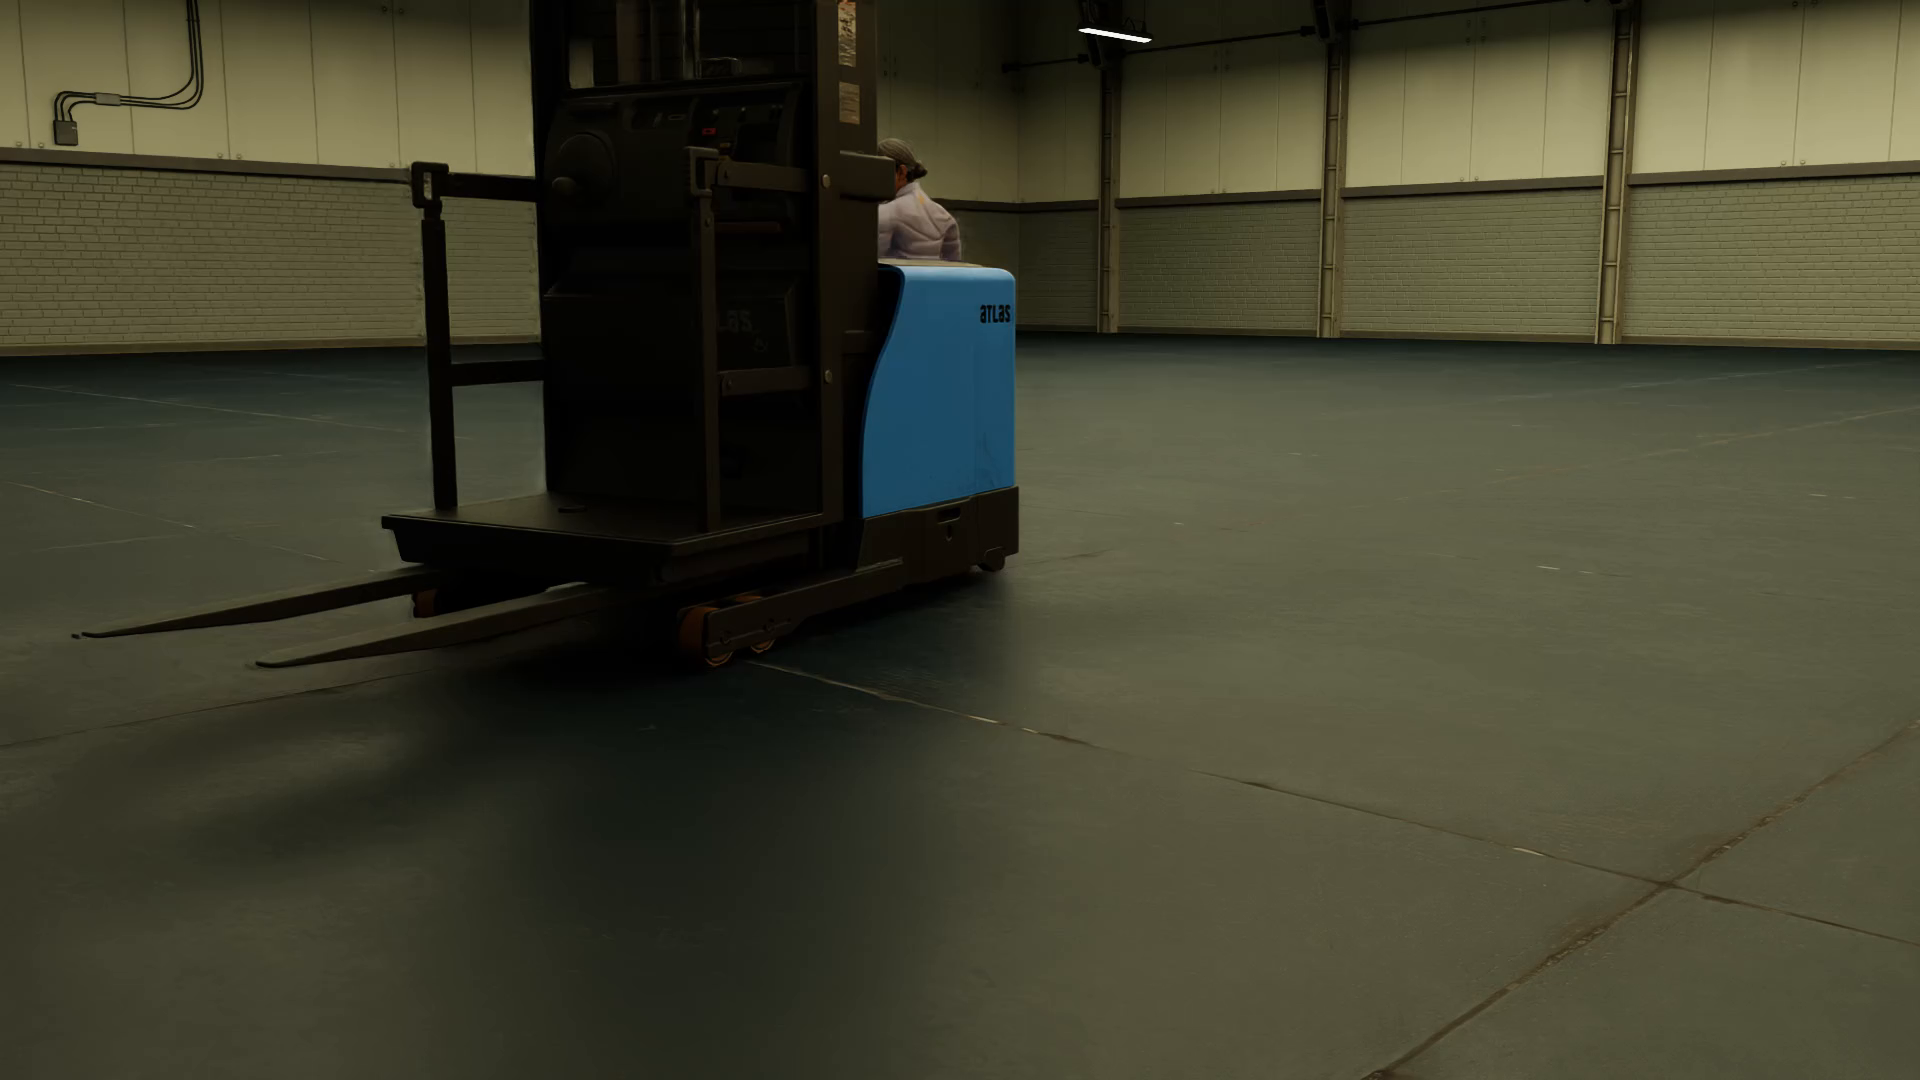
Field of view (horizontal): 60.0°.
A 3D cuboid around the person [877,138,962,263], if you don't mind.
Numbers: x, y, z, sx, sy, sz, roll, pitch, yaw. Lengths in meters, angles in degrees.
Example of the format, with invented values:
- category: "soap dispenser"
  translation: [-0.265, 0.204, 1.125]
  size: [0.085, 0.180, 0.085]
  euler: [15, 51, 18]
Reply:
- category: "person"
  translation: [-0.298, -0.824, 6.838]
  size: [0.875, 1.604, 0.647]
  euler: [5, 10, 31]

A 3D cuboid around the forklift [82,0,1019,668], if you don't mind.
- category: "forklift"
  translation: [-0.965, -1.186, 4.751]
  size: [1.130, 2.935, 3.031]
  euler: [5, 10, 30]
